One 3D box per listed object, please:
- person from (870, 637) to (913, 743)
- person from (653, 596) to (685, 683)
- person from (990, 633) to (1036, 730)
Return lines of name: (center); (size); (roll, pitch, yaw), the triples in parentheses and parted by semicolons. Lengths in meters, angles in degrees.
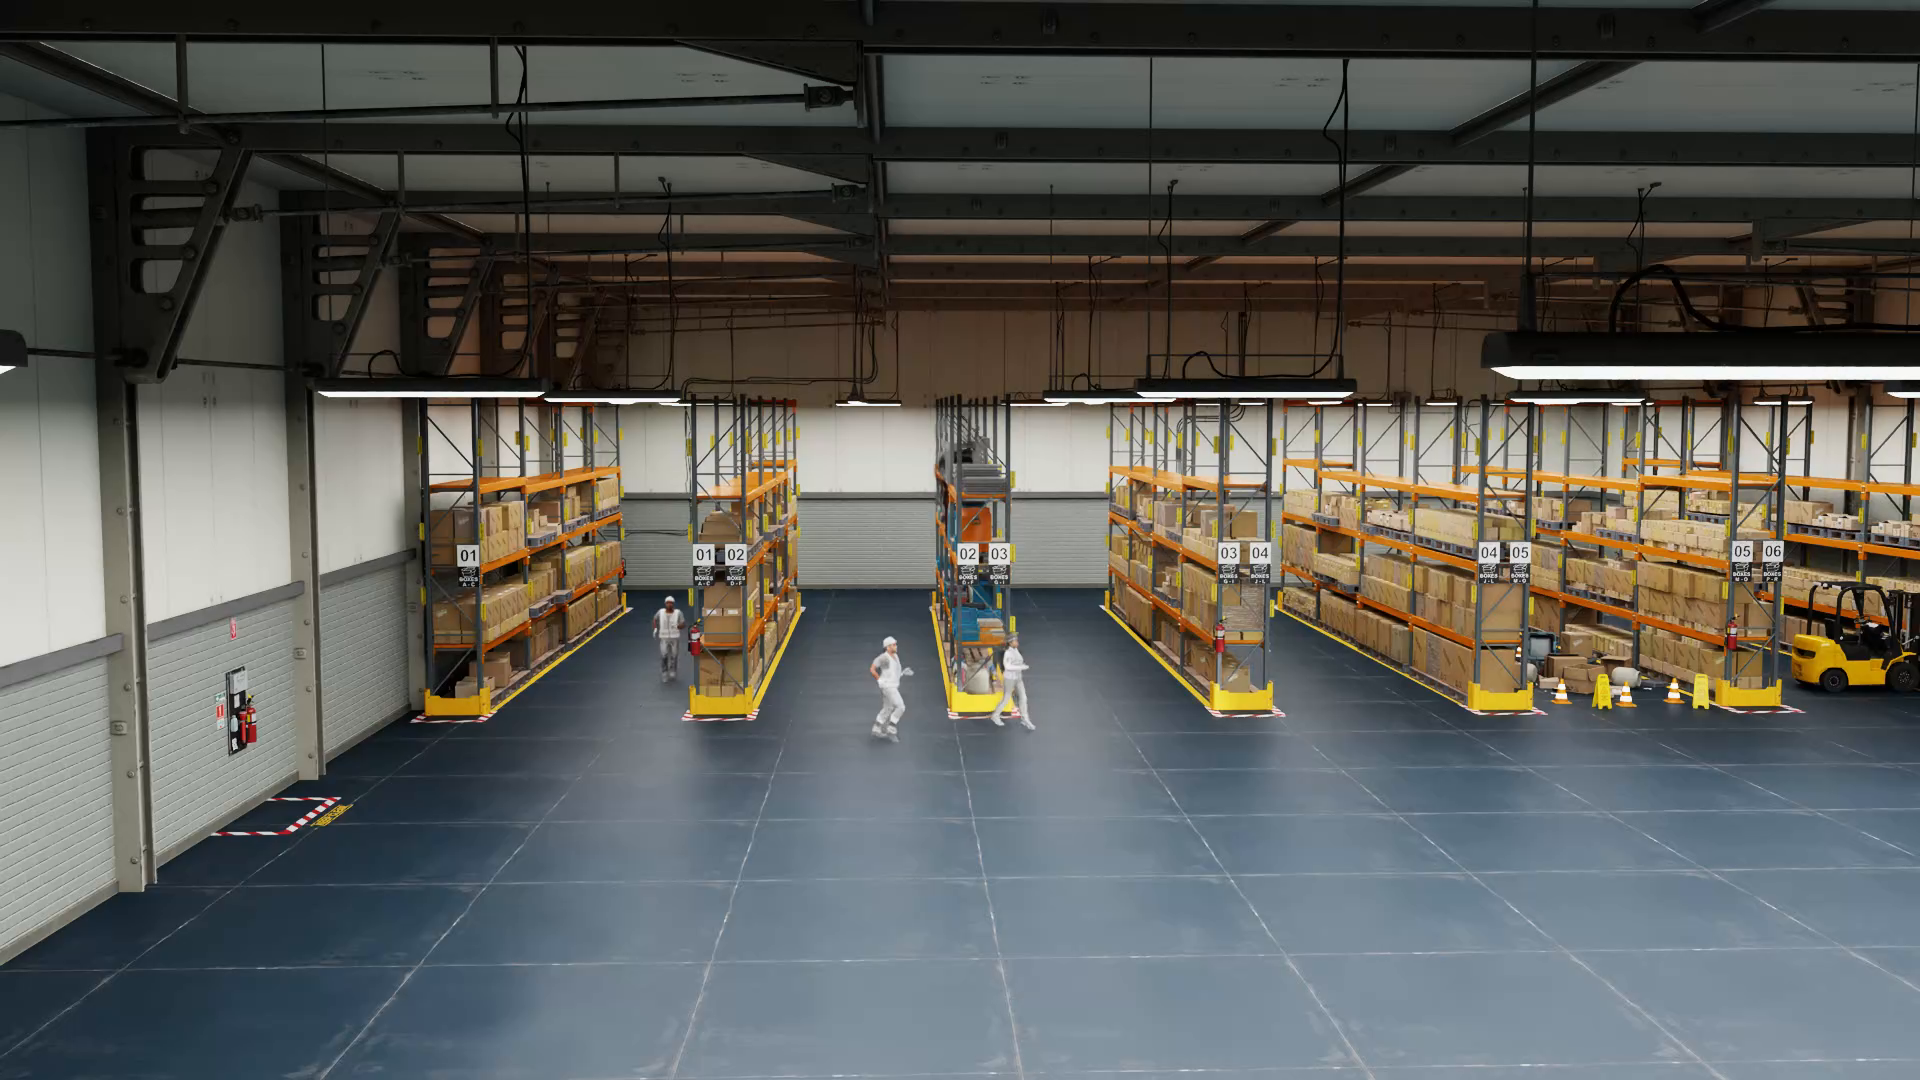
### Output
person: (-1.191, 2.583, 28.669); (0.752, 1.827, 0.632); (1, 5, 18)
person: (-6.101, 2.091, 34.889); (0.656, 1.824, 0.744); (-1, 5, -11)
person: (0.930, 2.516, 29.763); (0.836, 1.725, 0.615); (3, 5, 31)
